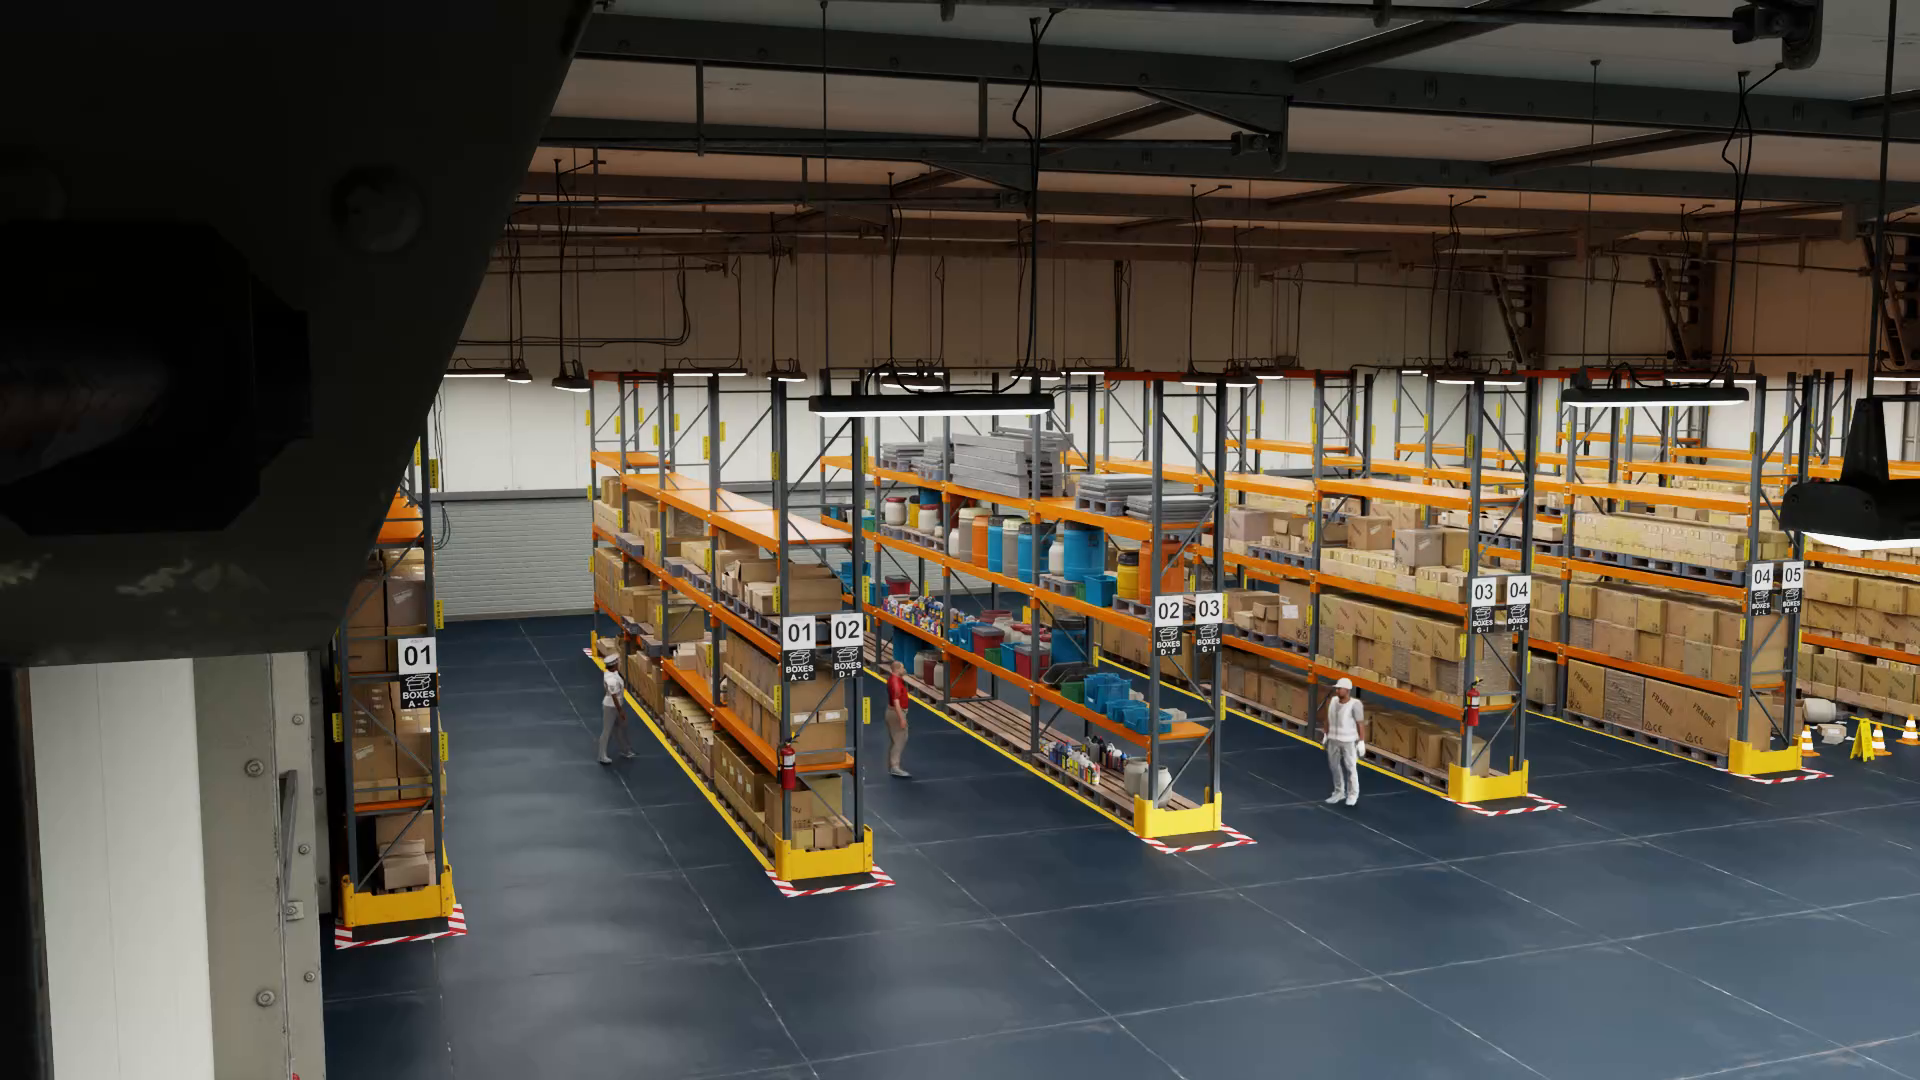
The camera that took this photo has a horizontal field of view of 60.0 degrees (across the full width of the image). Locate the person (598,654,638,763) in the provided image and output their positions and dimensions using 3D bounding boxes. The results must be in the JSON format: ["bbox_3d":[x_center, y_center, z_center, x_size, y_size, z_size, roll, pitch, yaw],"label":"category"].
[{"bbox_3d":[-5.371,2.619,25.947,0.520,1.717,0.621,0,6,4],"label":"person"}]

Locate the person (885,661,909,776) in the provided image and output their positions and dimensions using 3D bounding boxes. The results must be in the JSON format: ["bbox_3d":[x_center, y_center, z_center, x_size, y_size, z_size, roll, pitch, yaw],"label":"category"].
[{"bbox_3d":[-0.950,2.717,25.104,0.369,1.795,0.622,0,6,-4],"label":"person"}]

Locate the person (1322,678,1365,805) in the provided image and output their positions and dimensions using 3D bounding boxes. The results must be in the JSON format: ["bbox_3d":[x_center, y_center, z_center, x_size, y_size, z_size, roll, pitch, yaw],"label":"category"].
[{"bbox_3d":[5.405,2.839,23.408,0.370,1.820,0.667,-6,9,-44],"label":"person"}]
